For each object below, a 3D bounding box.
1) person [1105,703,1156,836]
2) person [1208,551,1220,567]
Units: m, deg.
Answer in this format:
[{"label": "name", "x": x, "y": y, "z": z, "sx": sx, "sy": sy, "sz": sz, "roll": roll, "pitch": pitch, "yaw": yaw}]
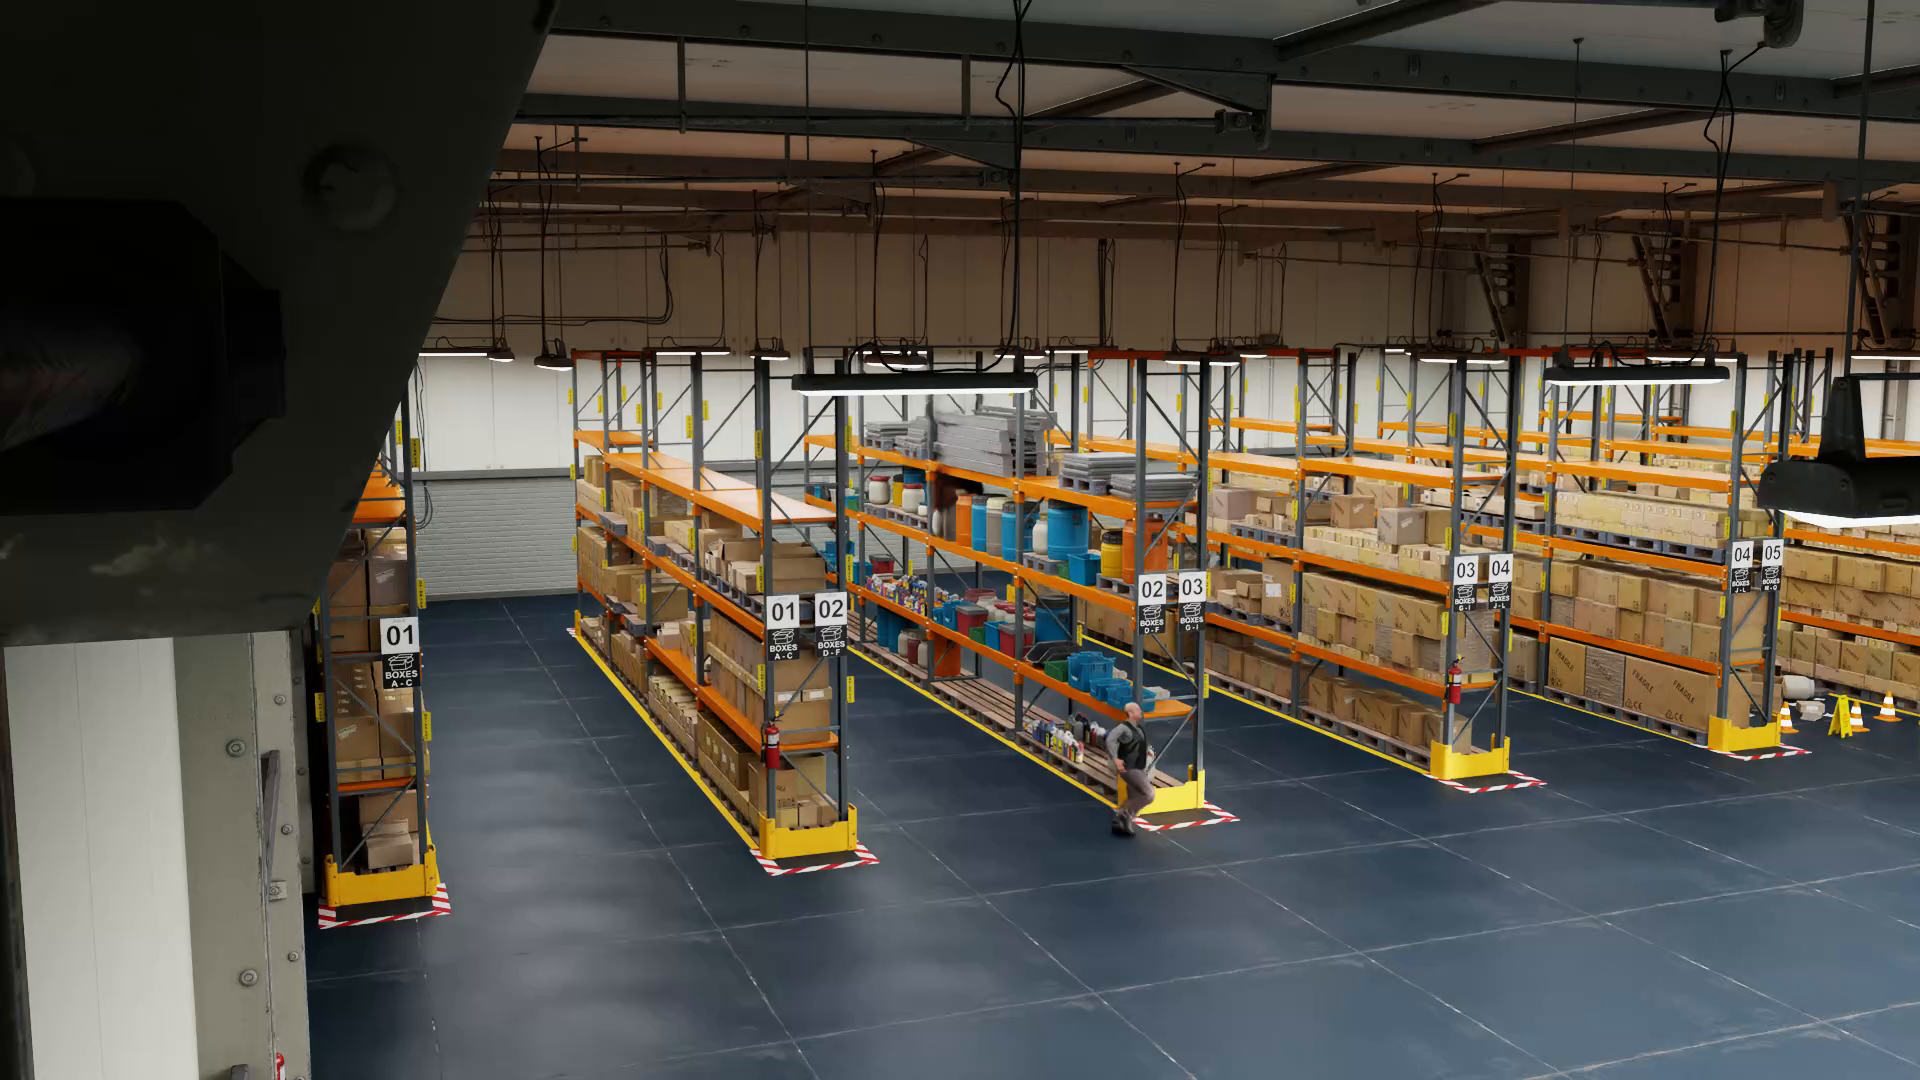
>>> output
[{"label": "person", "x": 2.207, "y": 2.893, "z": 21.017, "sx": 0.625, "sy": 1.666, "sz": 0.671, "roll": 3, "pitch": 8, "yaw": 22}, {"label": "person", "x": 6.381, "y": 0.348, "z": 41.637, "sx": 0.929, "sy": 1.611, "sz": 0.584, "roll": -2, "pitch": 7, "yaw": -18}]
